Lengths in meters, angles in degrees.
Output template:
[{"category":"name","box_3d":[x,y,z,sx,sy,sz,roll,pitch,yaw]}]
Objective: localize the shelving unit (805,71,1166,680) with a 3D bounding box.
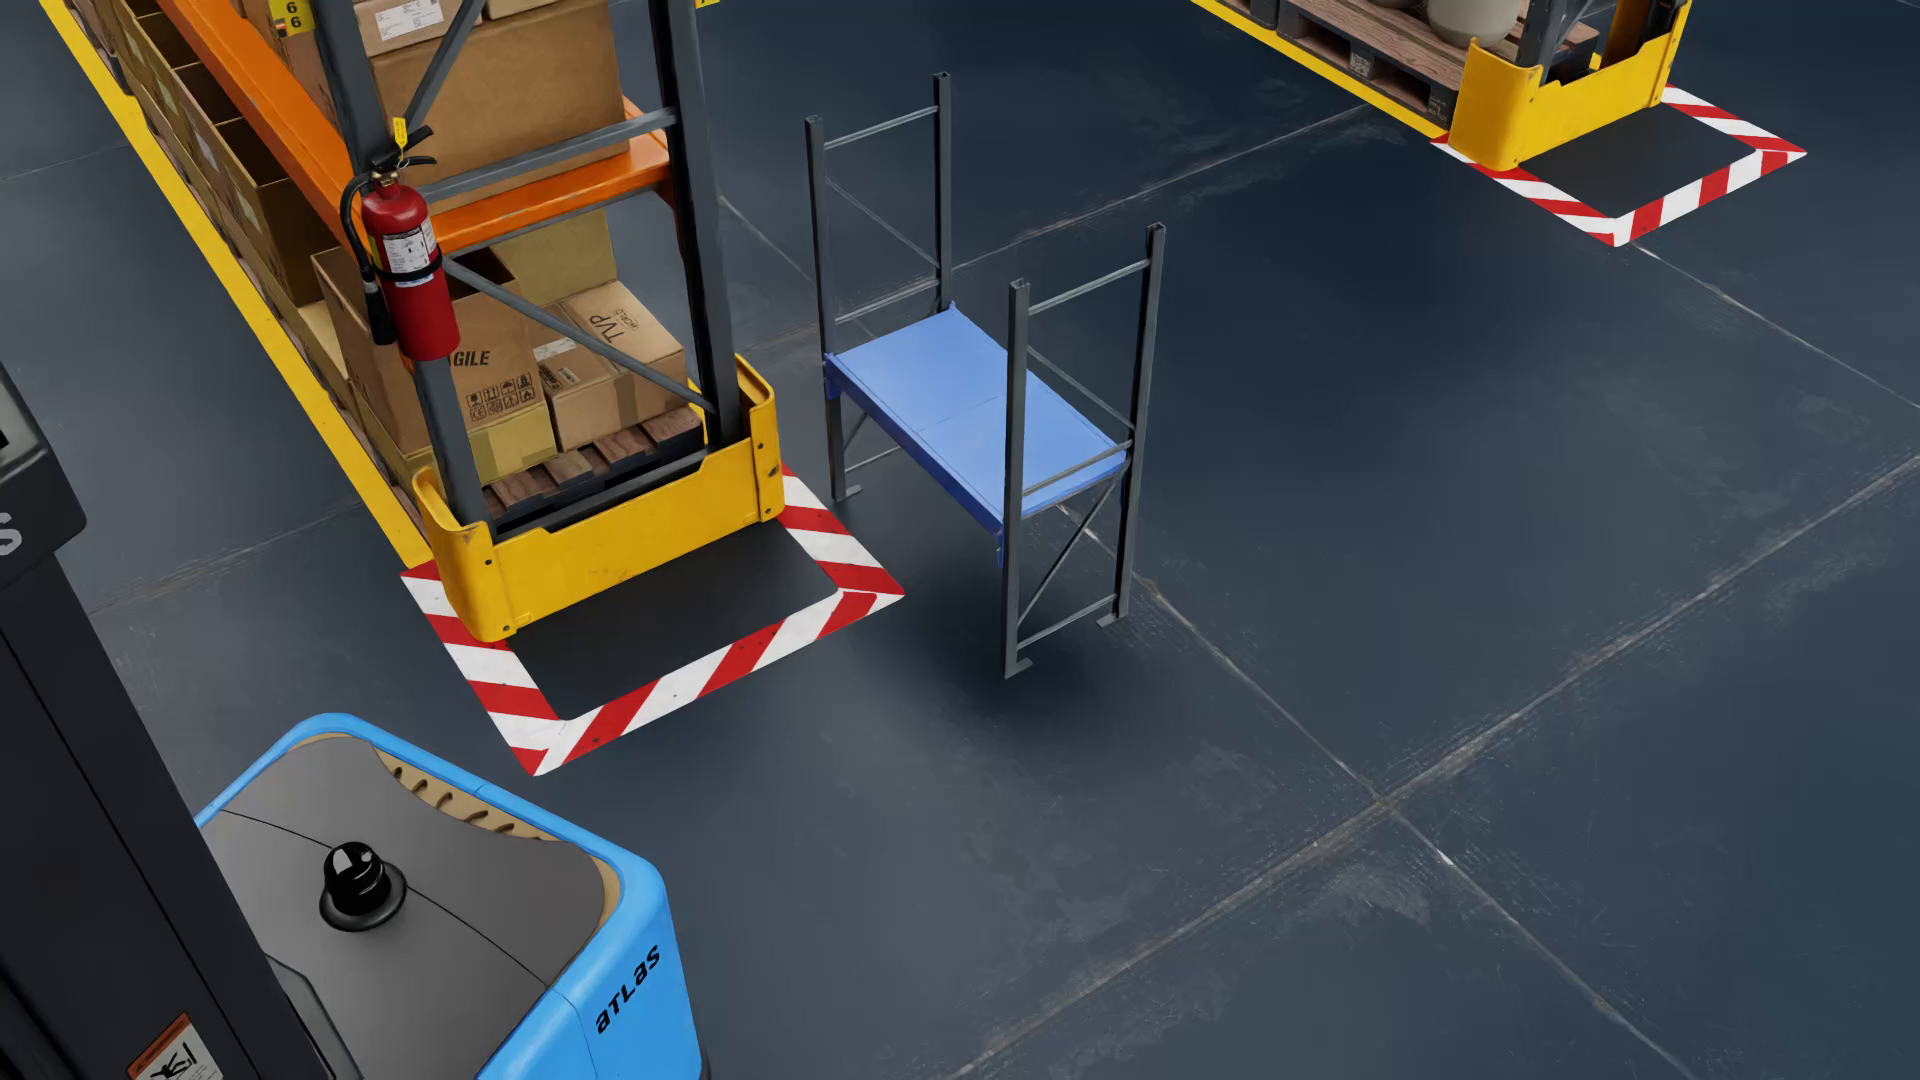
[{"category":"shelving unit","box_3d":[0.049,-0.494,5.182,0.538,1.500,1.048,-26,49,-24]}]

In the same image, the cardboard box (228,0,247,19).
[{"category":"cardboard box","box_3d":[-2.328,-2.256,5.869,0.700,0.500,0.500,-24,49,-23]}]

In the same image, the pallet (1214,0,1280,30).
[{"category":"pallet","box_3d":[1.645,-3.198,8.947,1.003,0.211,1.213,-26,49,-24]}]

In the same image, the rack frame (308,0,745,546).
[{"category":"rack frame","box_3d":[-1.184,-1.075,4.704,1.000,3.000,0.127,-26,49,-24]}]

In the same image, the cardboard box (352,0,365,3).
[{"category":"cardboard box","box_3d":[-1.471,-1.880,4.535,0.700,0.500,0.500,-26,49,-24]}]

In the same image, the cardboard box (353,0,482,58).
[{"category":"cardboard box","box_3d":[-1.559,-1.487,4.593,0.380,0.149,0.250,-27,50,-25]}]

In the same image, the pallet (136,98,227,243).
[{"category":"pallet","box_3d":[-3.051,-1.865,7.551,1.003,0.211,1.213,-26,49,-24]}]

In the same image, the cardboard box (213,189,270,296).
[{"category":"cardboard box","box_3d":[-2.601,-1.264,6.589,0.500,0.250,0.500,-26,49,-24]}]

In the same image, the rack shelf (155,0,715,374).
[{"category":"rack shelf","box_3d":[-2.328,-1.948,6.139,1.077,0.370,4.000,-26,49,-24]}]

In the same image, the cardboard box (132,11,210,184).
[{"category":"cardboard box","box_3d":[-2.891,-1.817,6.625,0.500,0.500,0.500,-26,49,-24]}]

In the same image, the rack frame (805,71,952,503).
[{"category":"rack frame","box_3d":[-0.242,-0.782,5.483,0.500,1.500,0.032,-26,49,-24]}]

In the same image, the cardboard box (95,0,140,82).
[{"category":"cardboard box","box_3d":[-3.464,-2.383,7.218,0.500,0.500,0.500,-26,49,-24]}]

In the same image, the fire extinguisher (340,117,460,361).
[{"category":"fire extinguisher","box_3d":[-1.497,-0.797,4.468,0.296,0.674,0.183,-26,49,-24]}]

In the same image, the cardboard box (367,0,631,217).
[{"category":"cardboard box","box_3d":[-1.440,-1.381,4.952,0.700,0.500,0.500,-26,49,-24]}]

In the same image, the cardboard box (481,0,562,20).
[{"category":"cardboard box","box_3d":[-1.232,-1.653,4.767,0.380,0.149,0.250,-26,49,-25]}]

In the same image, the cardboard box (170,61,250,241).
[{"category":"cardboard box","box_3d":[-2.604,-1.534,6.329,0.500,0.500,0.500,-26,49,-24]}]

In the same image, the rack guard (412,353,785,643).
[{"category":"rack guard","box_3d":[-1.170,-0.157,5.553,1.175,0.500,0.348,-26,49,-24]}]

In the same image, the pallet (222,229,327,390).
[{"category":"pallet","box_3d":[-2.349,-1.173,6.826,1.003,0.211,1.213,-26,49,-24]}]

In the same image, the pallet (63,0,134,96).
[{"category":"pallet","box_3d":[-3.926,-2.734,8.461,1.003,0.211,1.213,-26,49,-24]}]

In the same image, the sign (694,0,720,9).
[{"category":"sign","box_3d":[-0.725,-1.633,4.604,0.100,0.325,0.005,-26,49,-24]}]

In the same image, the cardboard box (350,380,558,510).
[{"category":"cardboard box","box_3d":[-1.733,-0.419,5.704,0.500,0.250,0.500,-26,49,-24]}]

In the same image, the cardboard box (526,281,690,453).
[{"category":"cardboard box","box_3d":[-1.308,-0.624,5.919,0.500,0.250,0.500,-26,49,-24]}]

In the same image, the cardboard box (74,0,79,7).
[{"category":"cardboard box","box_3d":[-4.235,-2.905,8.308,0.500,0.250,0.500,-26,50,-25]}]

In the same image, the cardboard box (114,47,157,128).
[{"category":"cardboard box","box_3d":[-3.455,-2.115,7.481,0.500,0.250,0.500,-26,49,-24]}]

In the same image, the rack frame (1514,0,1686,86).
[{"category":"rack frame","box_3d":[2.881,-3.030,6.751,1.000,3.000,0.127,-26,49,-24]}]

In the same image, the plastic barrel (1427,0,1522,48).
[{"category":"plastic barrel","box_3d":[2.442,-2.624,7.824,0.421,0.512,0.421,0,44,0]}]

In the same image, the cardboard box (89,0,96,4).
[{"category":"cardboard box","box_3d":[-3.939,-2.817,7.809,0.500,0.311,0.500,-26,49,-24]}]

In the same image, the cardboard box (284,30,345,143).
[{"category":"cardboard box","box_3d":[-1.745,-1.676,5.261,0.700,0.500,0.500,-24,49,-23]}]

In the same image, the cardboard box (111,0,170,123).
[{"category":"cardboard box","box_3d":[-3.171,-2.103,6.924,0.500,0.500,0.500,-26,49,-24]}]

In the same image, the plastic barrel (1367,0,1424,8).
[{"category":"plastic barrel","box_3d":[2.155,-2.908,8.122,0.421,0.512,0.421,0,44,0]}]

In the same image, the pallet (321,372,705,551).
[{"category":"pallet","box_3d":[-1.656,-0.483,6.103,1.003,0.211,1.213,-26,49,-24]}]

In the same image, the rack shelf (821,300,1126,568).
[{"category":"rack shelf","box_3d":[0.049,-0.364,5.306,0.538,0.185,1.000,-26,49,-24]}]

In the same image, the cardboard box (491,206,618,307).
[{"category":"cardboard box","box_3d":[-1.596,-1.178,5.955,0.500,0.500,0.500,-26,49,-24]}]

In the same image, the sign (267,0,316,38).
[{"category":"sign","box_3d":[-1.637,-1.373,4.006,0.100,0.325,0.005,-26,49,-24]}]

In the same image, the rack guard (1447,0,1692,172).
[{"category":"rack guard","box_3d":[2.799,-2.150,7.640,1.175,0.500,0.348,-26,49,-24]}]

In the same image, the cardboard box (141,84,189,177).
[{"category":"cardboard box","box_3d":[-3.174,-1.830,7.182,0.500,0.250,0.500,-26,49,-24]}]

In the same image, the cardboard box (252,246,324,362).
[{"category":"cardboard box","box_3d":[-2.316,-0.980,6.292,0.500,0.250,0.500,-26,49,-24]}]

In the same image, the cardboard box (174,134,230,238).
[{"category":"cardboard box","box_3d":[-2.892,-1.545,6.883,0.500,0.250,0.500,-26,49,-24]}]

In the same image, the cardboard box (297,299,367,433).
[{"category":"cardboard box","box_3d":[-2.029,-0.698,5.996,0.500,0.250,0.500,-26,49,-24]}]

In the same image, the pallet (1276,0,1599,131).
[{"category":"pallet","box_3d":[2.339,-2.508,8.224,1.003,0.211,1.213,-26,49,-24]}]

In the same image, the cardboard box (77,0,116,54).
[{"category":"cardboard box","box_3d":[-3.947,-2.618,8.007,0.500,0.250,0.500,-26,50,-25]}]

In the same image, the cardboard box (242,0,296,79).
[{"category":"cardboard box","box_3d":[-2.024,-1.960,5.558,0.700,0.500,0.500,-25,49,-24]}]

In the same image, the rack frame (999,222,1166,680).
[{"category":"rack frame","box_3d":[0.340,-0.206,4.880,0.500,1.500,0.032,-26,49,-24]}]

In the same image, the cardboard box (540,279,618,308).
[{"category":"cardboard box","box_3d":[-1.597,-0.906,6.214,0.500,0.250,0.500,-26,49,-24]}]

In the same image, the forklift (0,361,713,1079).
[{"category":"forklift","box_3d":[-1.754,1.140,2.433,1.130,2.935,3.031,21,47,20]}]

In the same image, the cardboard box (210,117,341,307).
[{"category":"cardboard box","box_3d":[-2.319,-1.250,6.032,0.500,0.500,0.500,-26,49,-24]}]

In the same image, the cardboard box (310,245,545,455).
[{"category":"cardboard box","box_3d":[-1.735,-0.690,5.444,0.500,0.500,0.500,-26,49,-24]}]
